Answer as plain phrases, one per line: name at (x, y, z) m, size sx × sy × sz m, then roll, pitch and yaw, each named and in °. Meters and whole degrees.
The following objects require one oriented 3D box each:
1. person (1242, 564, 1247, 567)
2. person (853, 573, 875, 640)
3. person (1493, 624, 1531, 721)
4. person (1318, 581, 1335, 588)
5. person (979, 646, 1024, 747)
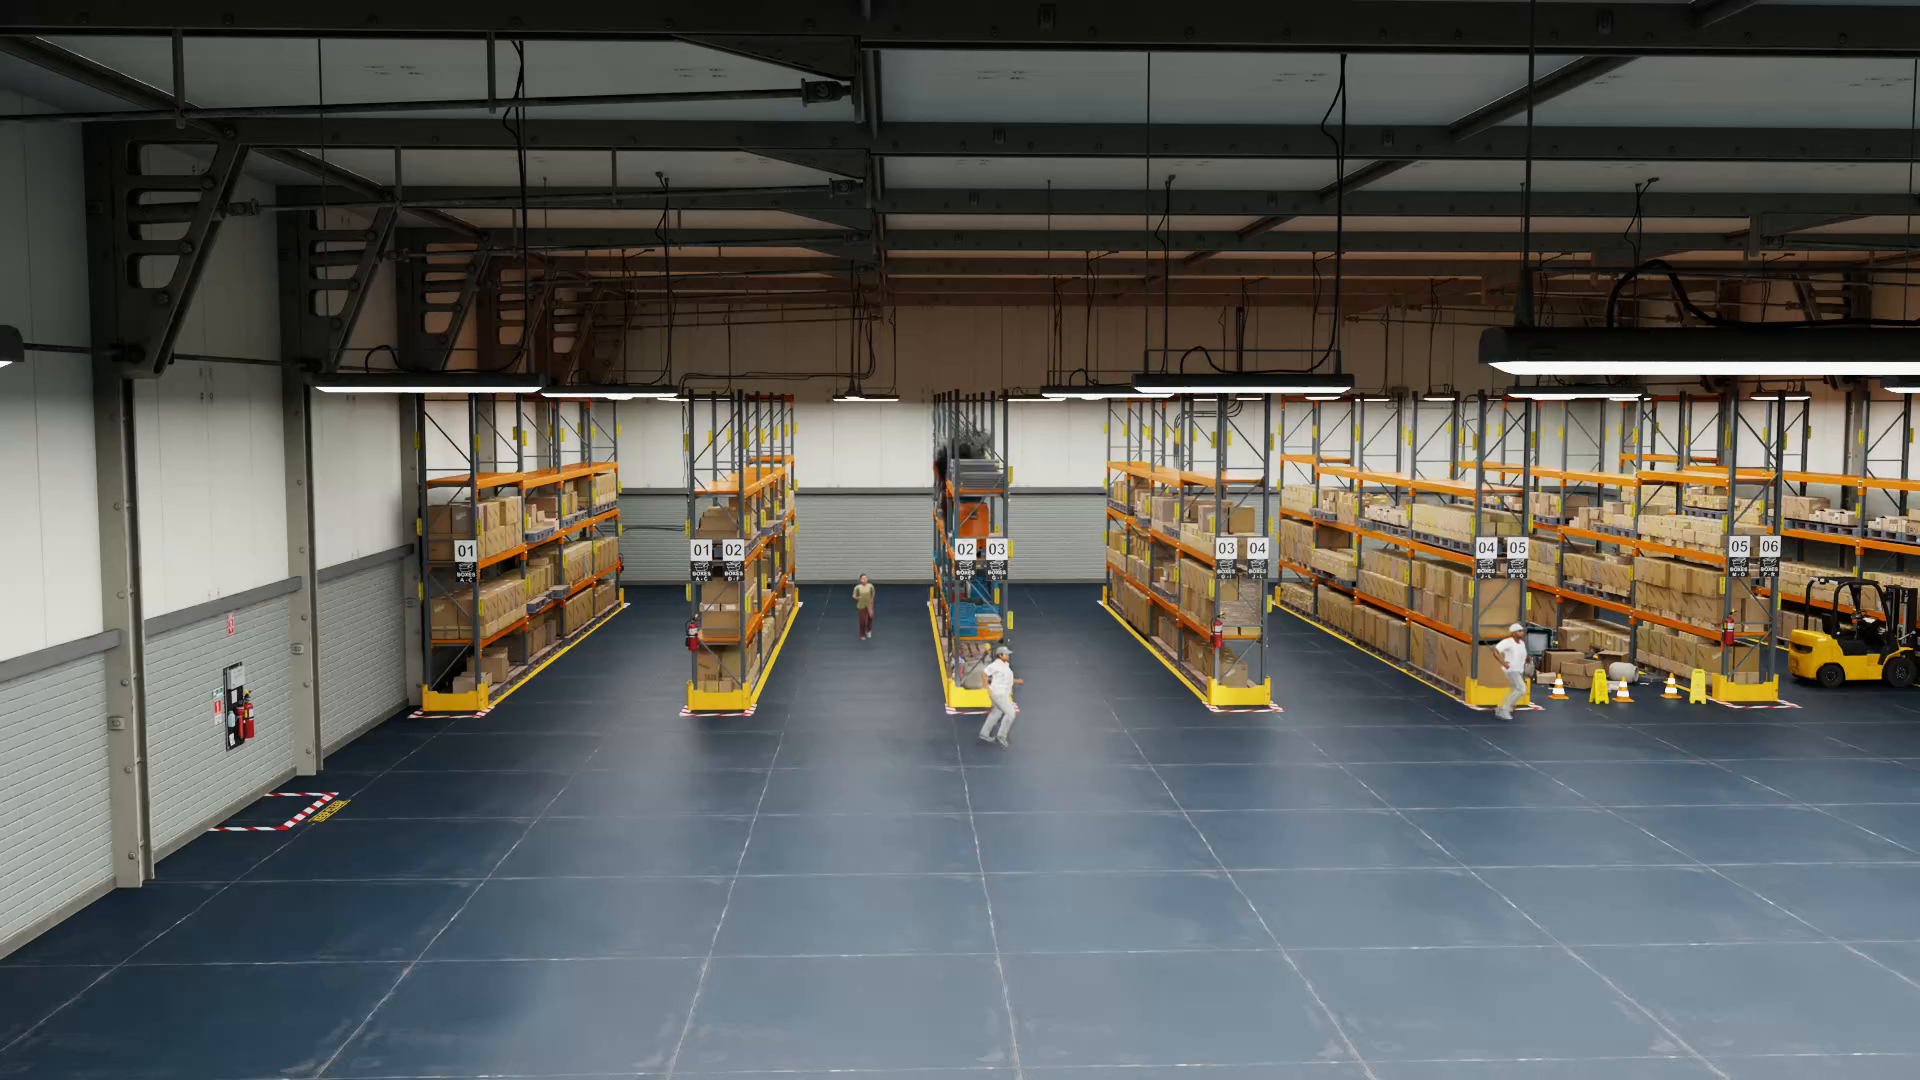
person at (7.813, 1.026, 47.624) m, size 0.721 × 1.638 × 0.529 m, roll 4°, pitch 6°, yaw 39°
person at (-2.286, 1.608, 39.669) m, size 0.563 × 1.632 × 0.859 m, roll -1°, pitch 5°, yaw -8°
person at (10.051, 2.394, 30.152) m, size 0.729 × 1.754 × 0.612 m, roll -4°, pitch 6°, yaw -42°
person at (10.727, 0.979, 48.800) m, size 0.684 × 1.581 × 0.783 m, roll -5°, pitch 7°, yaw -44°
person at (0.679, 2.629, 27.909) m, size 0.796 × 1.705 × 0.570 m, roll 1°, pitch 5°, yaw 17°
